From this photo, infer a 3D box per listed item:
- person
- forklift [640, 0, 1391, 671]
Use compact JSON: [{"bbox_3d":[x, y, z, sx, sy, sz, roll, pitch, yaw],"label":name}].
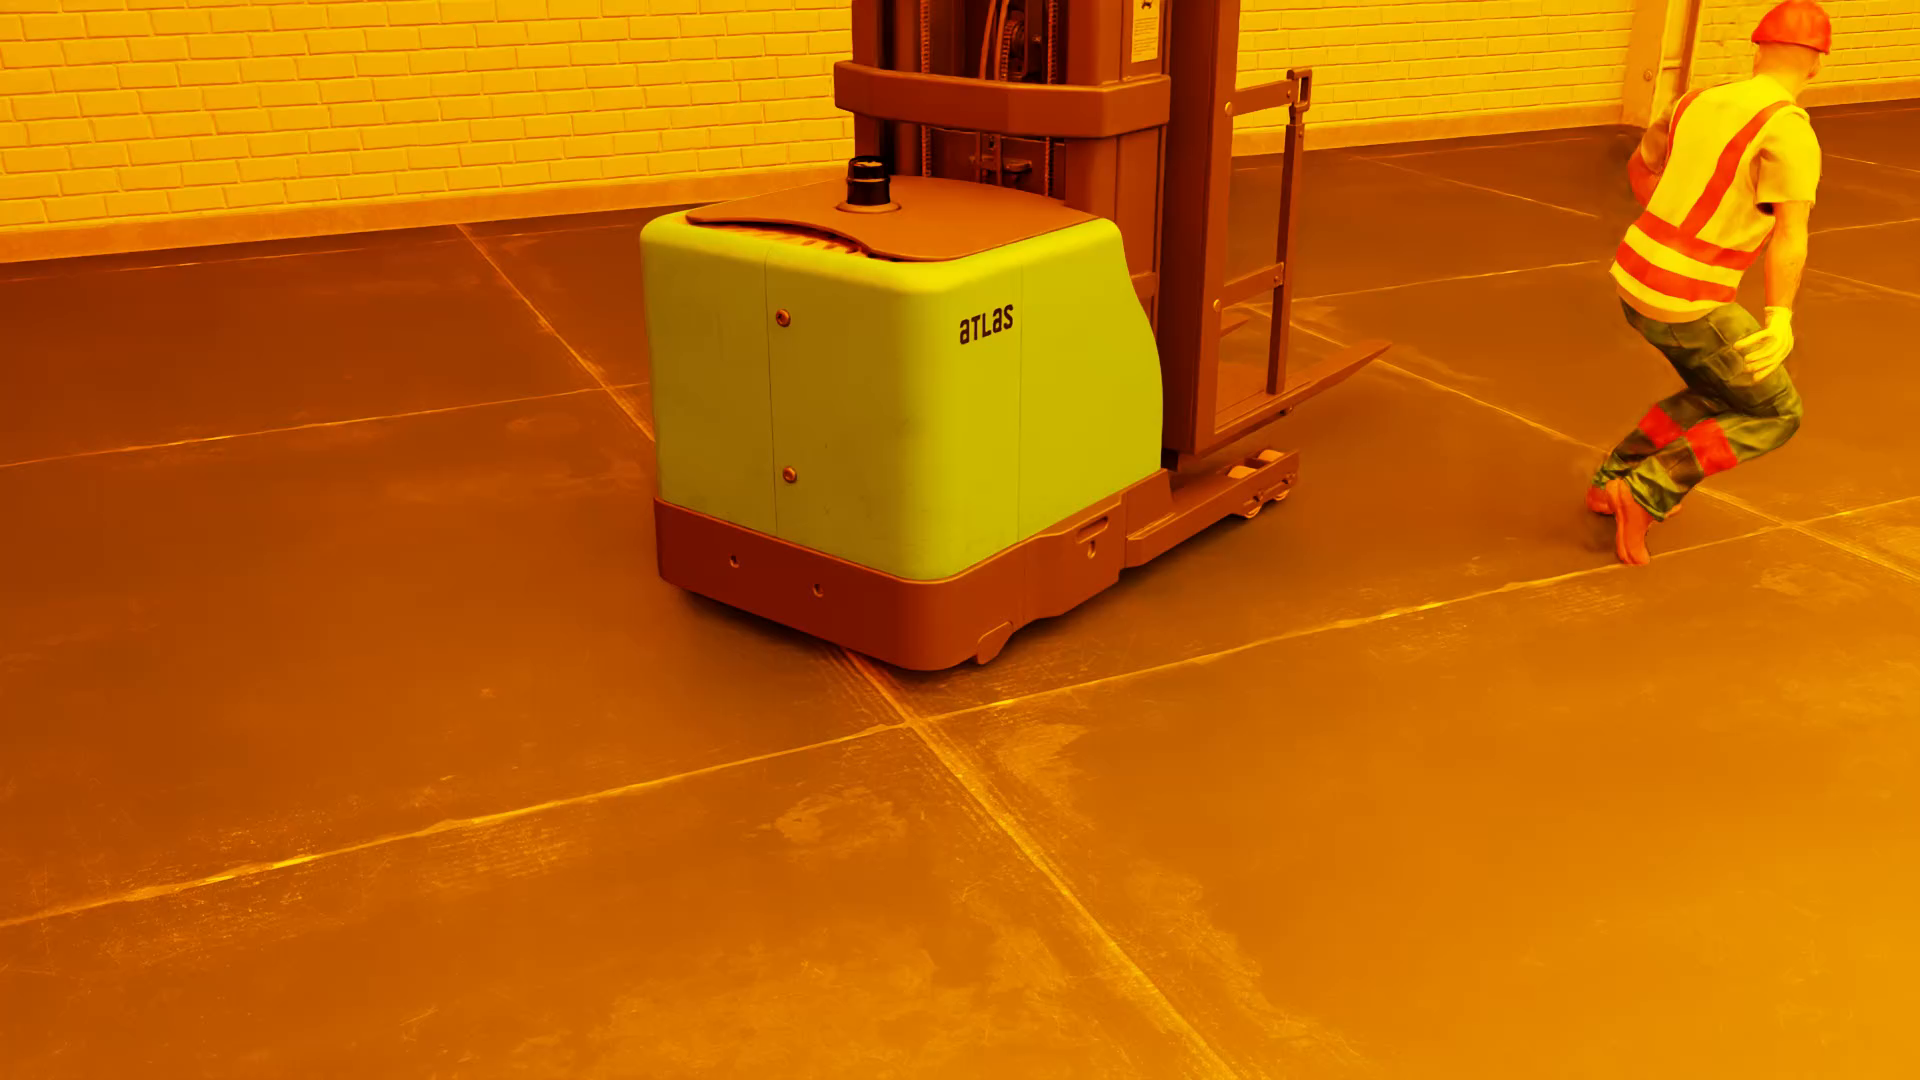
[{"bbox_3d":[2.155,-0.707,4.794,0.532,1.622,0.999,-1,23,-2],"label":"person"},{"bbox_3d":[0.452,-1.526,4.959,1.130,2.935,3.031,17,28,35],"label":"forklift"}]
